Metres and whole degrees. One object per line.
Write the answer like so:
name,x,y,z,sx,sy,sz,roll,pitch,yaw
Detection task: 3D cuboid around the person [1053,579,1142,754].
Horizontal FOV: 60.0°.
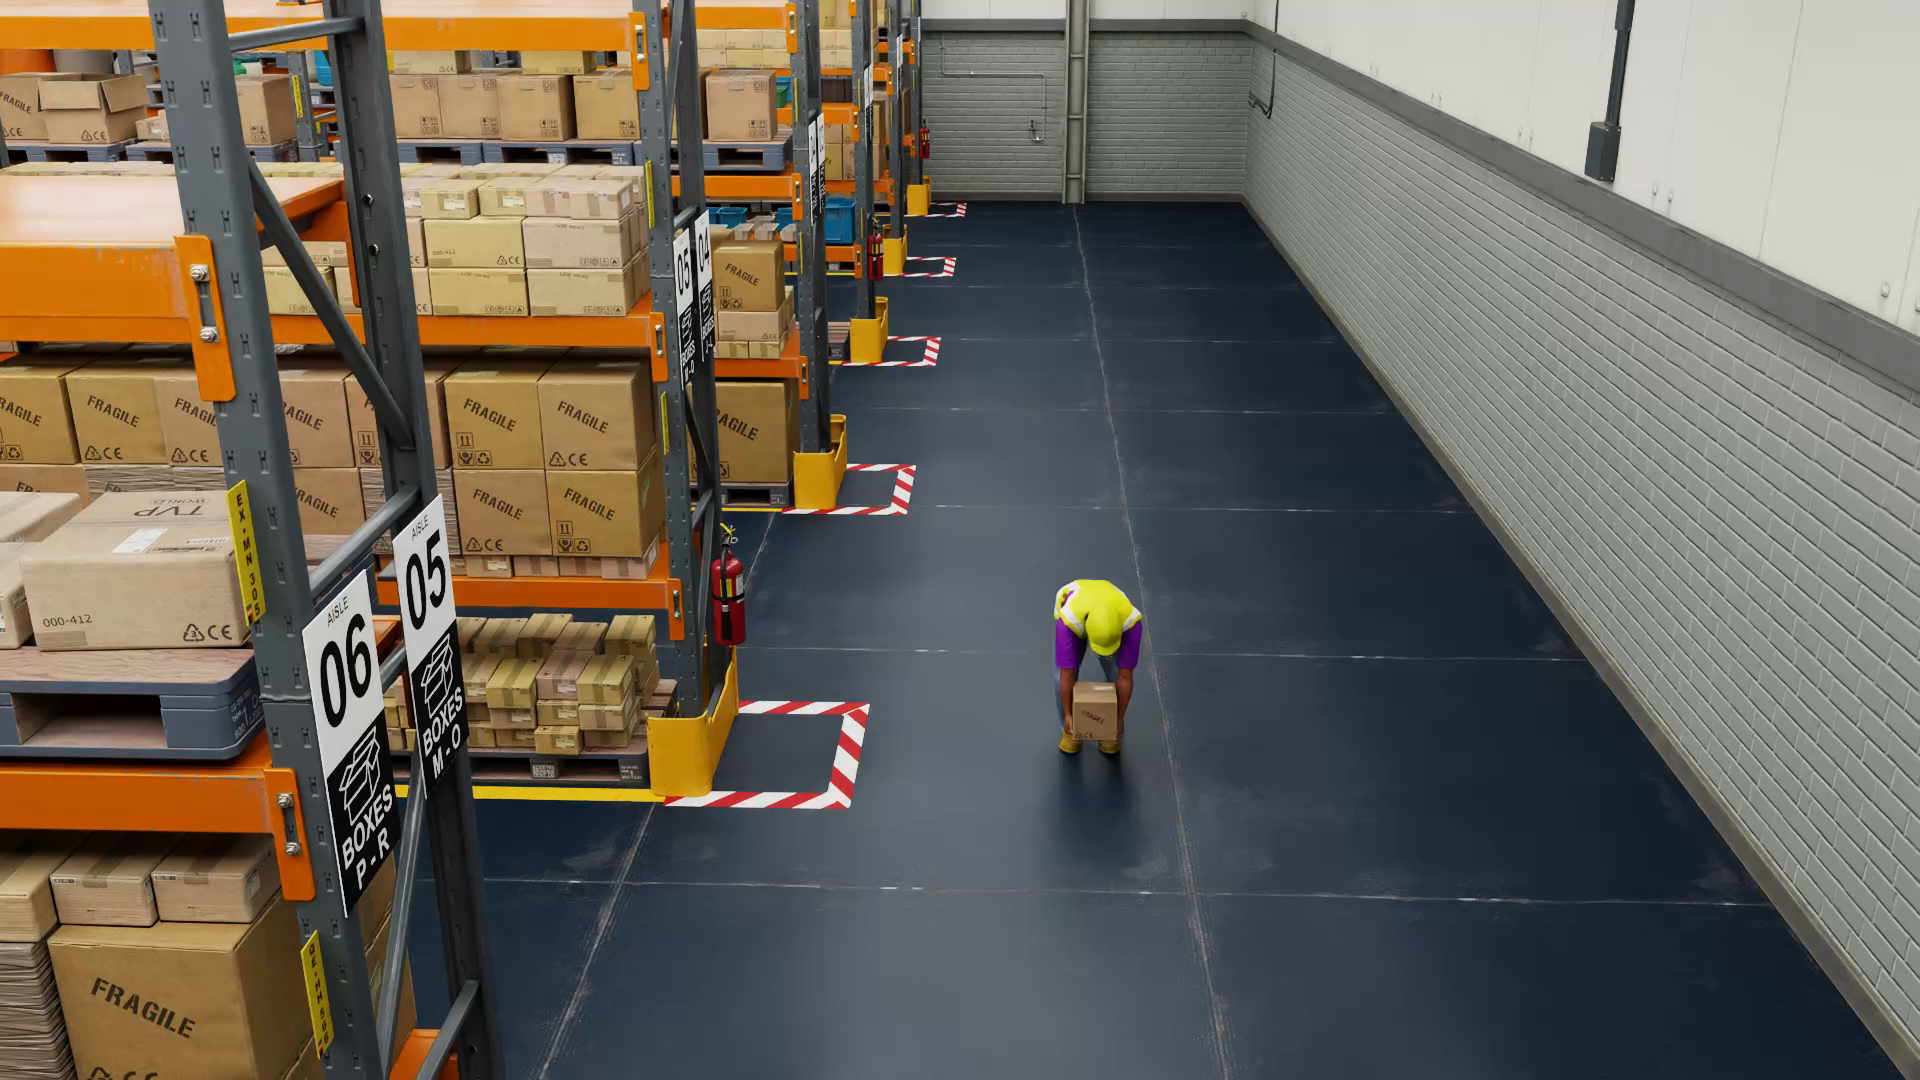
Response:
person,0.807,0.772,9.878,0.504,1.142,0.960,0,21,-1
